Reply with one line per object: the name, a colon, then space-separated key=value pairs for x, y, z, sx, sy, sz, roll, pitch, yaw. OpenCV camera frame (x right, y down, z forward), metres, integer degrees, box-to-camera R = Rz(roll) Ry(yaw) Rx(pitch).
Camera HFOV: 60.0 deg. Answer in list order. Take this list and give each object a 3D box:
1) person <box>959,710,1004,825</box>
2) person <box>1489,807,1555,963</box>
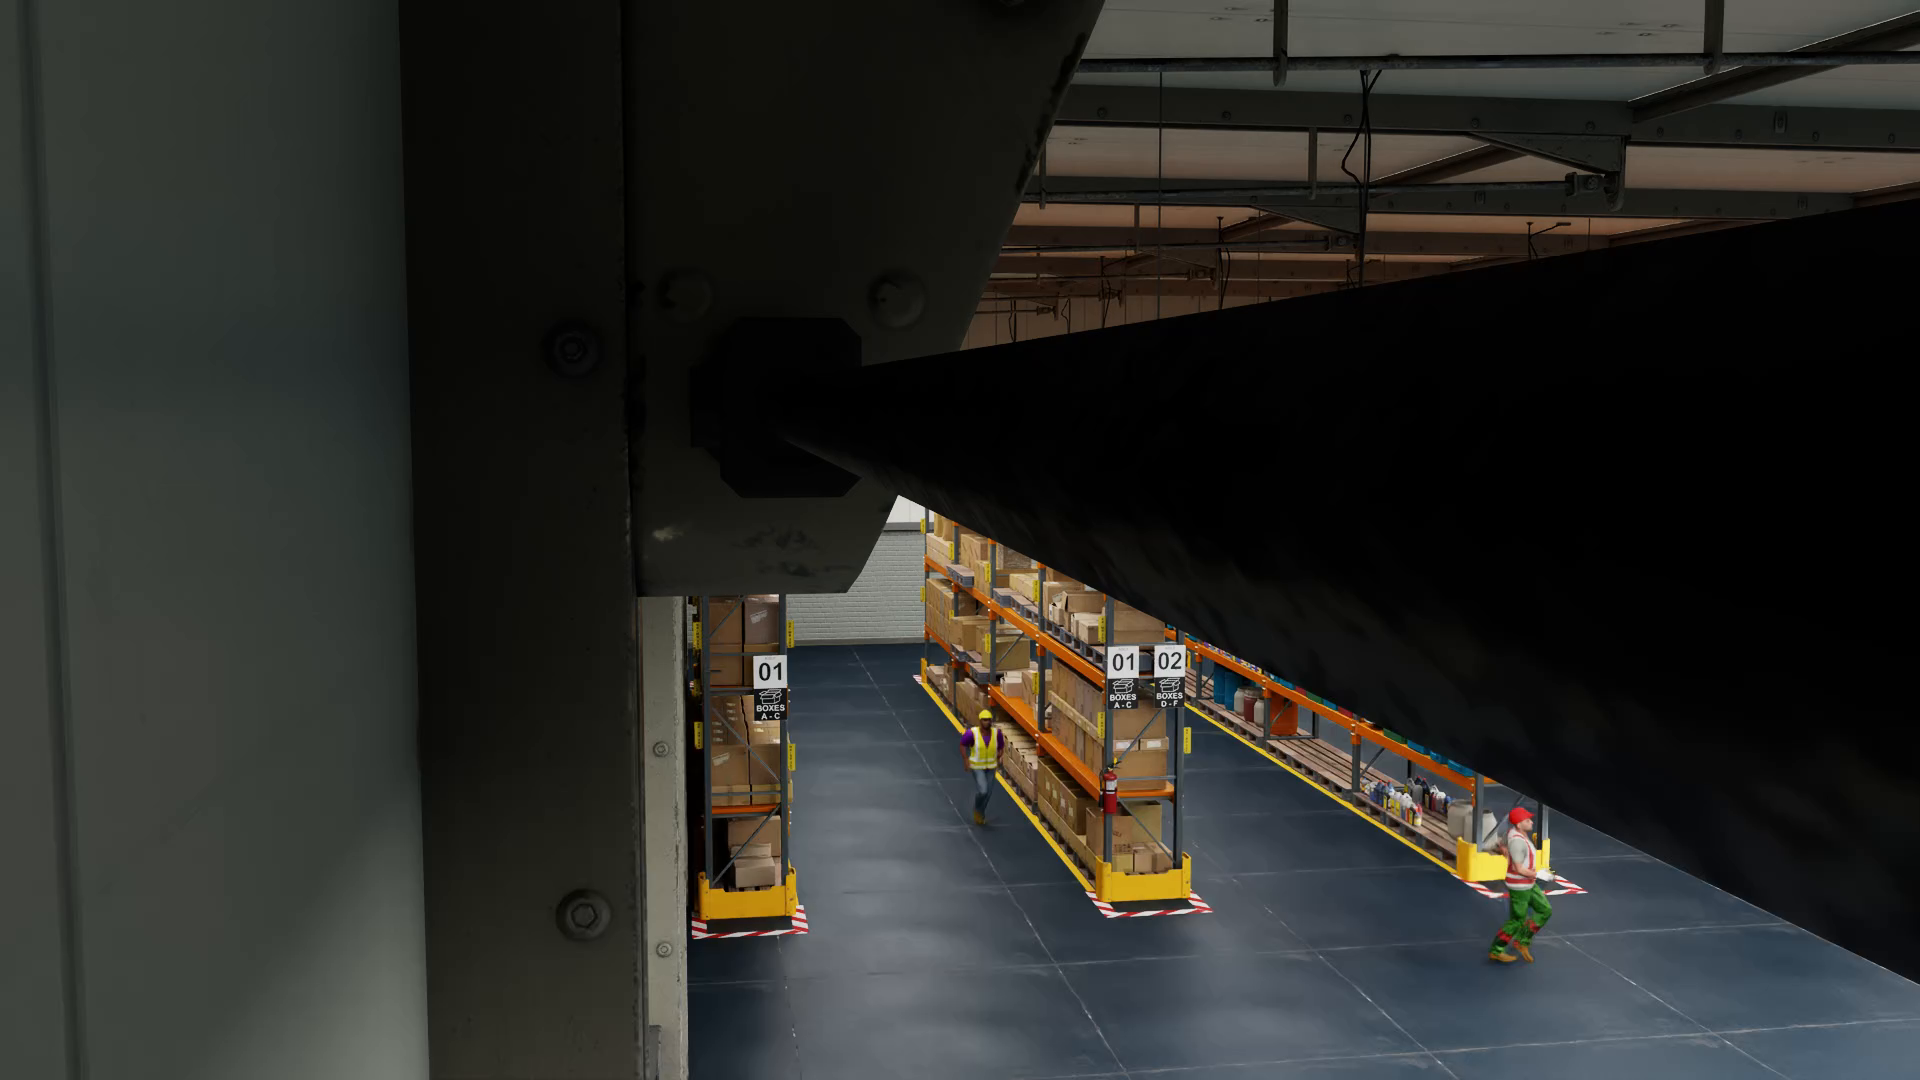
person: x=0.359 y=3.322 z=24.304 sx=0.619 sy=1.702 sz=0.717 roll=-2 pitch=5 yaw=-21
person: x=6.229 y=3.828 z=18.425 sx=0.661 sy=1.769 sz=0.665 roll=2 pitch=5 yaw=23
